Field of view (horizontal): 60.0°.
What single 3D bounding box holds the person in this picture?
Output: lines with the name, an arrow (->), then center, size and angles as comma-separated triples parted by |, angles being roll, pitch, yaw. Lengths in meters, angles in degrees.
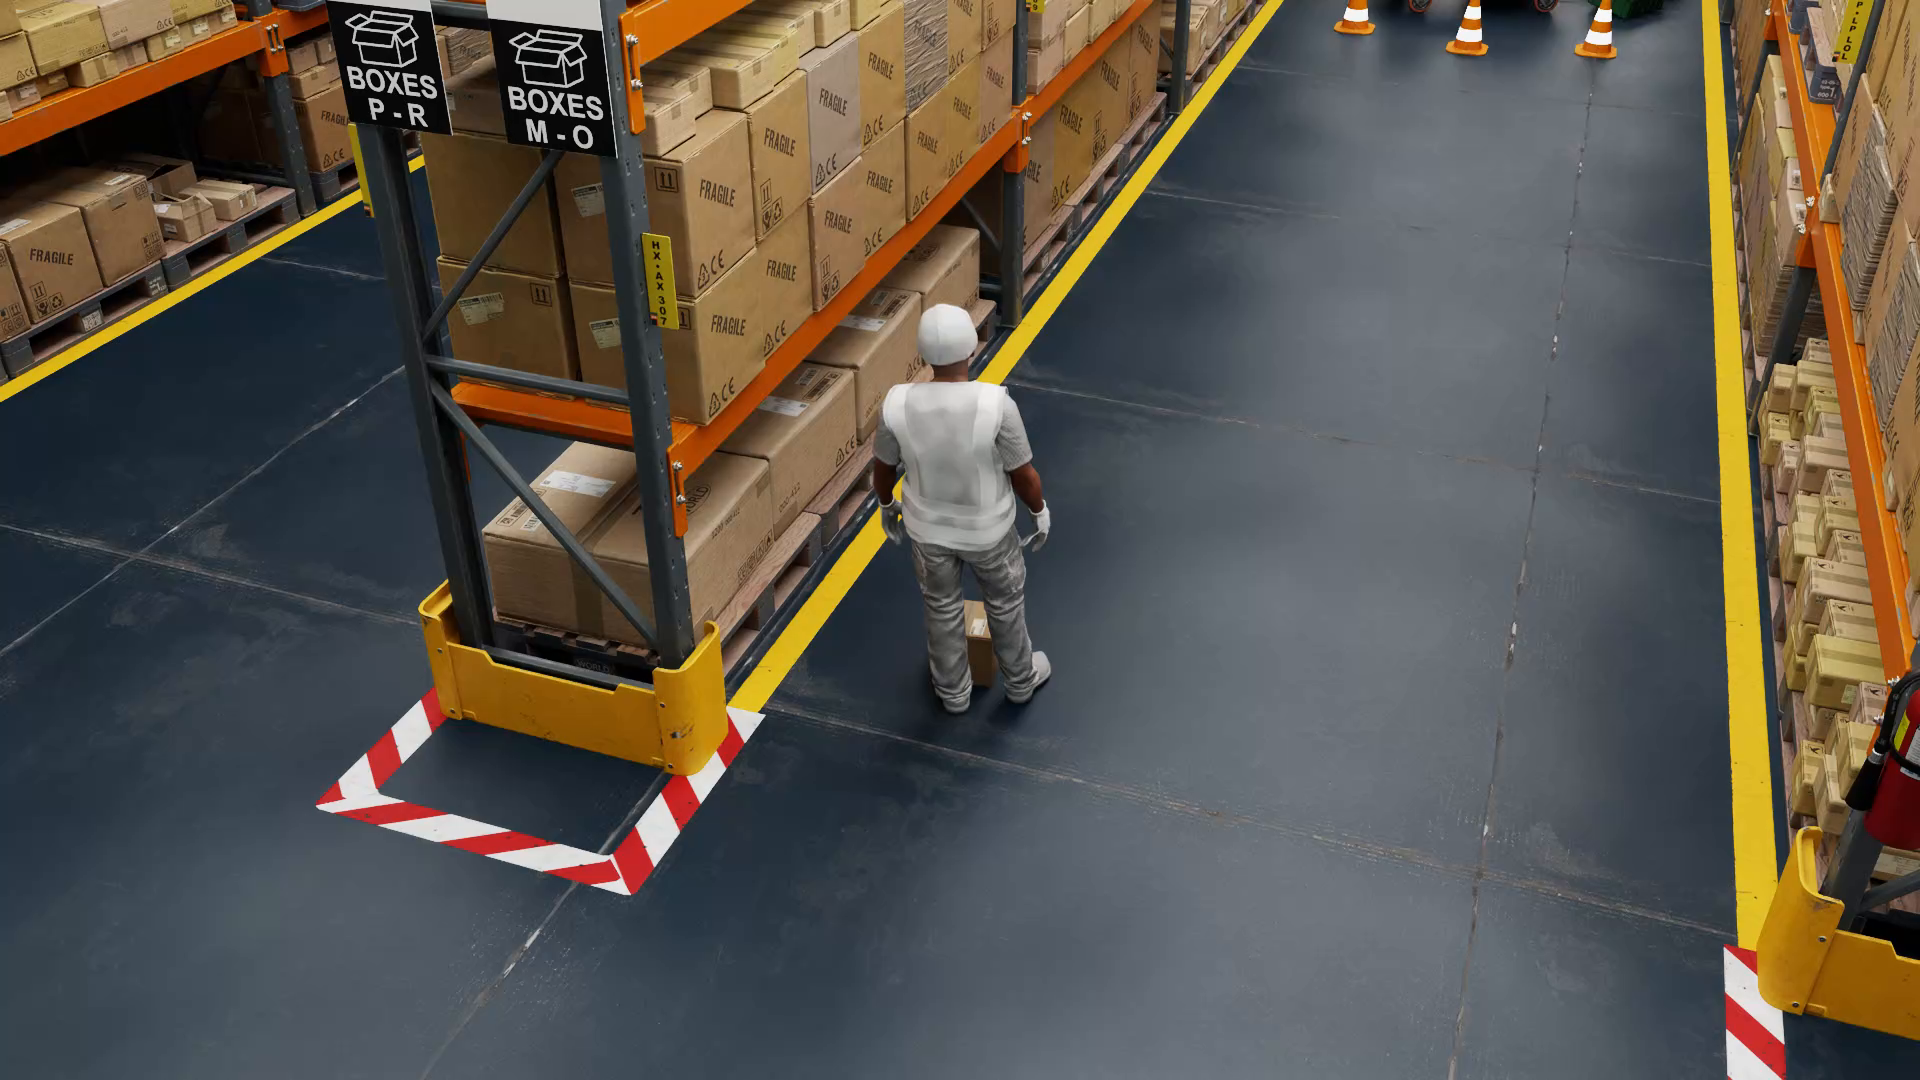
person -> 0.022, -0.117, 6.284 | 0.657, 1.783, 0.577 | 7, 34, 11
